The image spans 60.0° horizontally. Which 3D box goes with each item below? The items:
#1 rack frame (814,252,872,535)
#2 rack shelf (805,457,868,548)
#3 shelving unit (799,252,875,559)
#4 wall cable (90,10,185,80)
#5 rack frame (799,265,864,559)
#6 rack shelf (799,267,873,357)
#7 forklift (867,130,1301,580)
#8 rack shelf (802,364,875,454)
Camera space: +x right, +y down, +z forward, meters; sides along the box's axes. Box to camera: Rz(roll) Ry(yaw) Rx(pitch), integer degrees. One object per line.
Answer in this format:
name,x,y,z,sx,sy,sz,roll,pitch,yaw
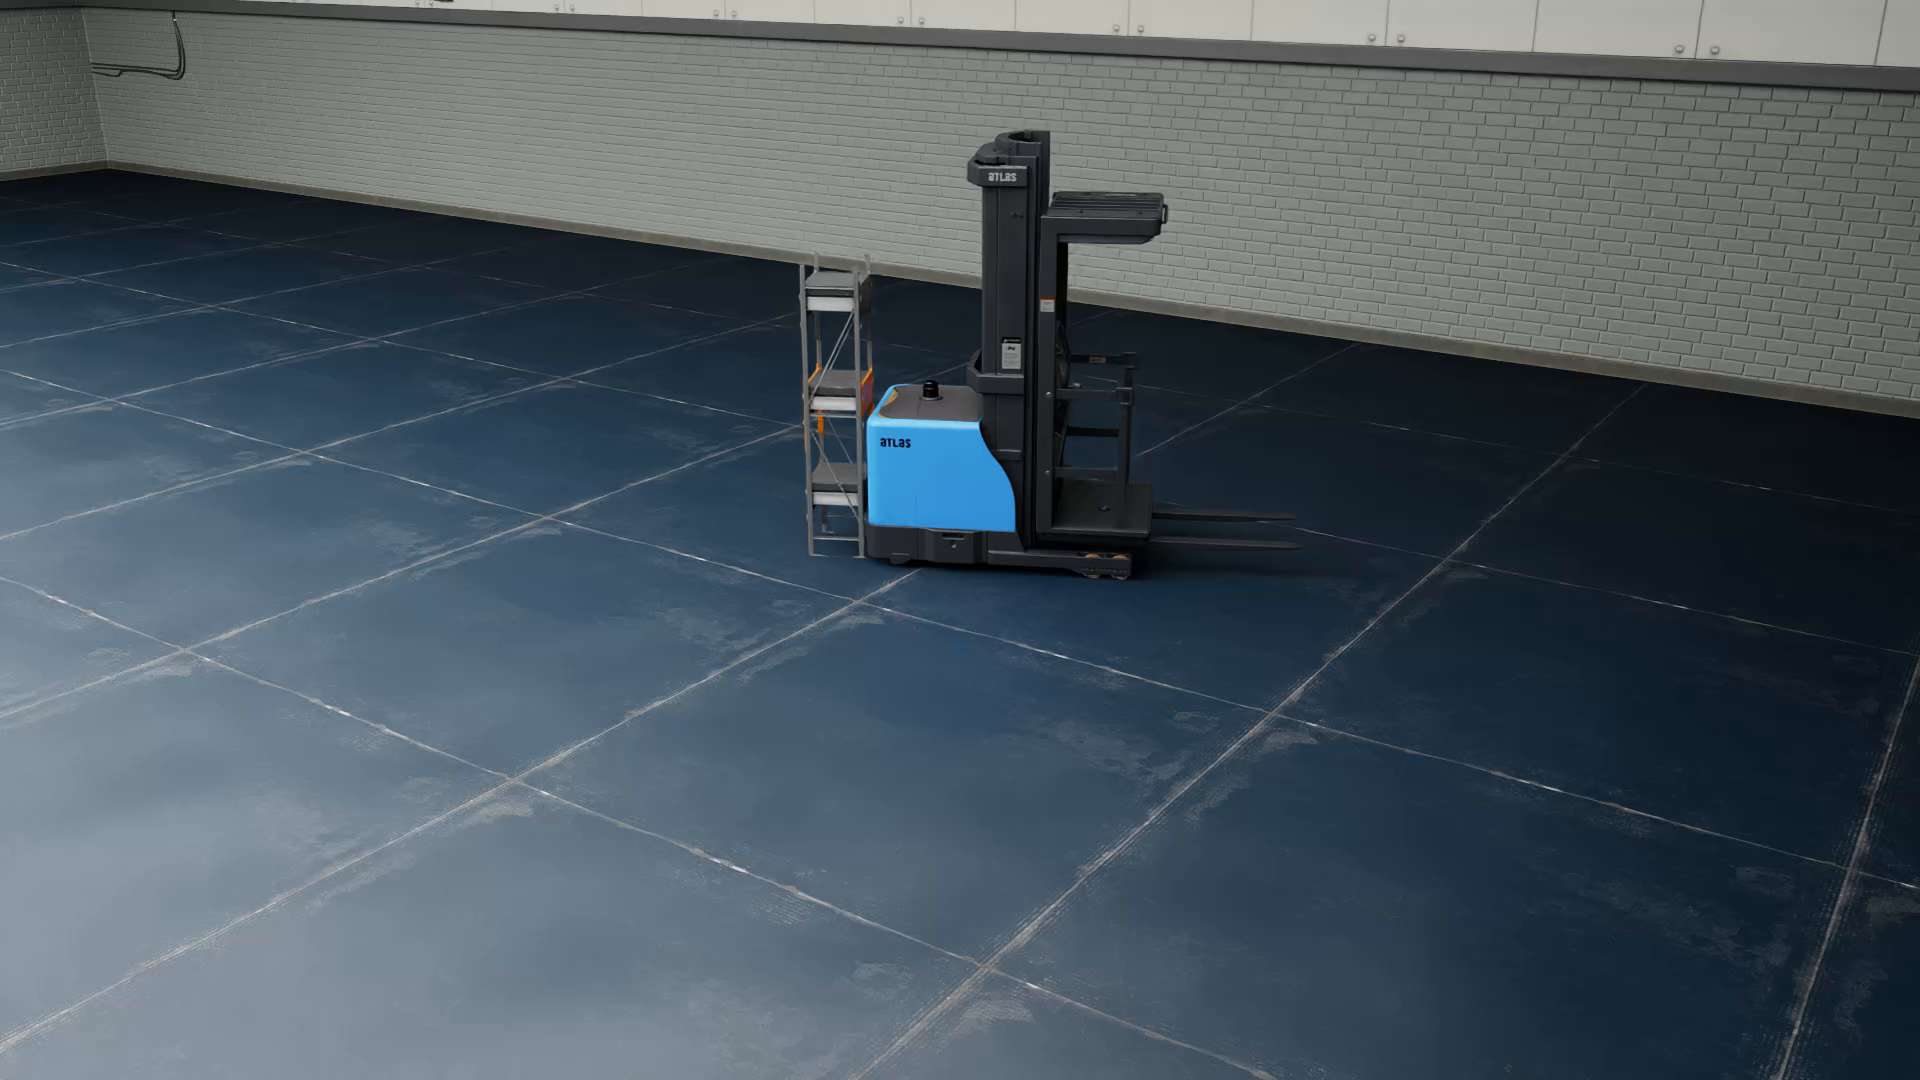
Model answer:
rack frame,-0.828,-1.030,12.023,0.400,2.100,0.015,2,20,6
rack shelf,-0.856,-0.277,12.043,0.431,0.518,0.480,2,20,6
shelving unit,-0.856,-0.946,11.796,0.431,2.100,0.503,2,20,6
wall cable,-14.678,-9.403,29.190,3.097,2.526,0.112,13,24,32
rack frame,-0.885,-0.862,11.568,0.400,2.100,0.015,2,20,6
rack shelf,-0.856,-1.590,11.557,0.431,0.518,0.480,2,20,6
forklift,0.899,-1.297,11.547,3.031,2.935,1.130,3,20,7
rack shelf,-0.856,-0.933,11.800,0.431,0.518,0.480,2,20,6
